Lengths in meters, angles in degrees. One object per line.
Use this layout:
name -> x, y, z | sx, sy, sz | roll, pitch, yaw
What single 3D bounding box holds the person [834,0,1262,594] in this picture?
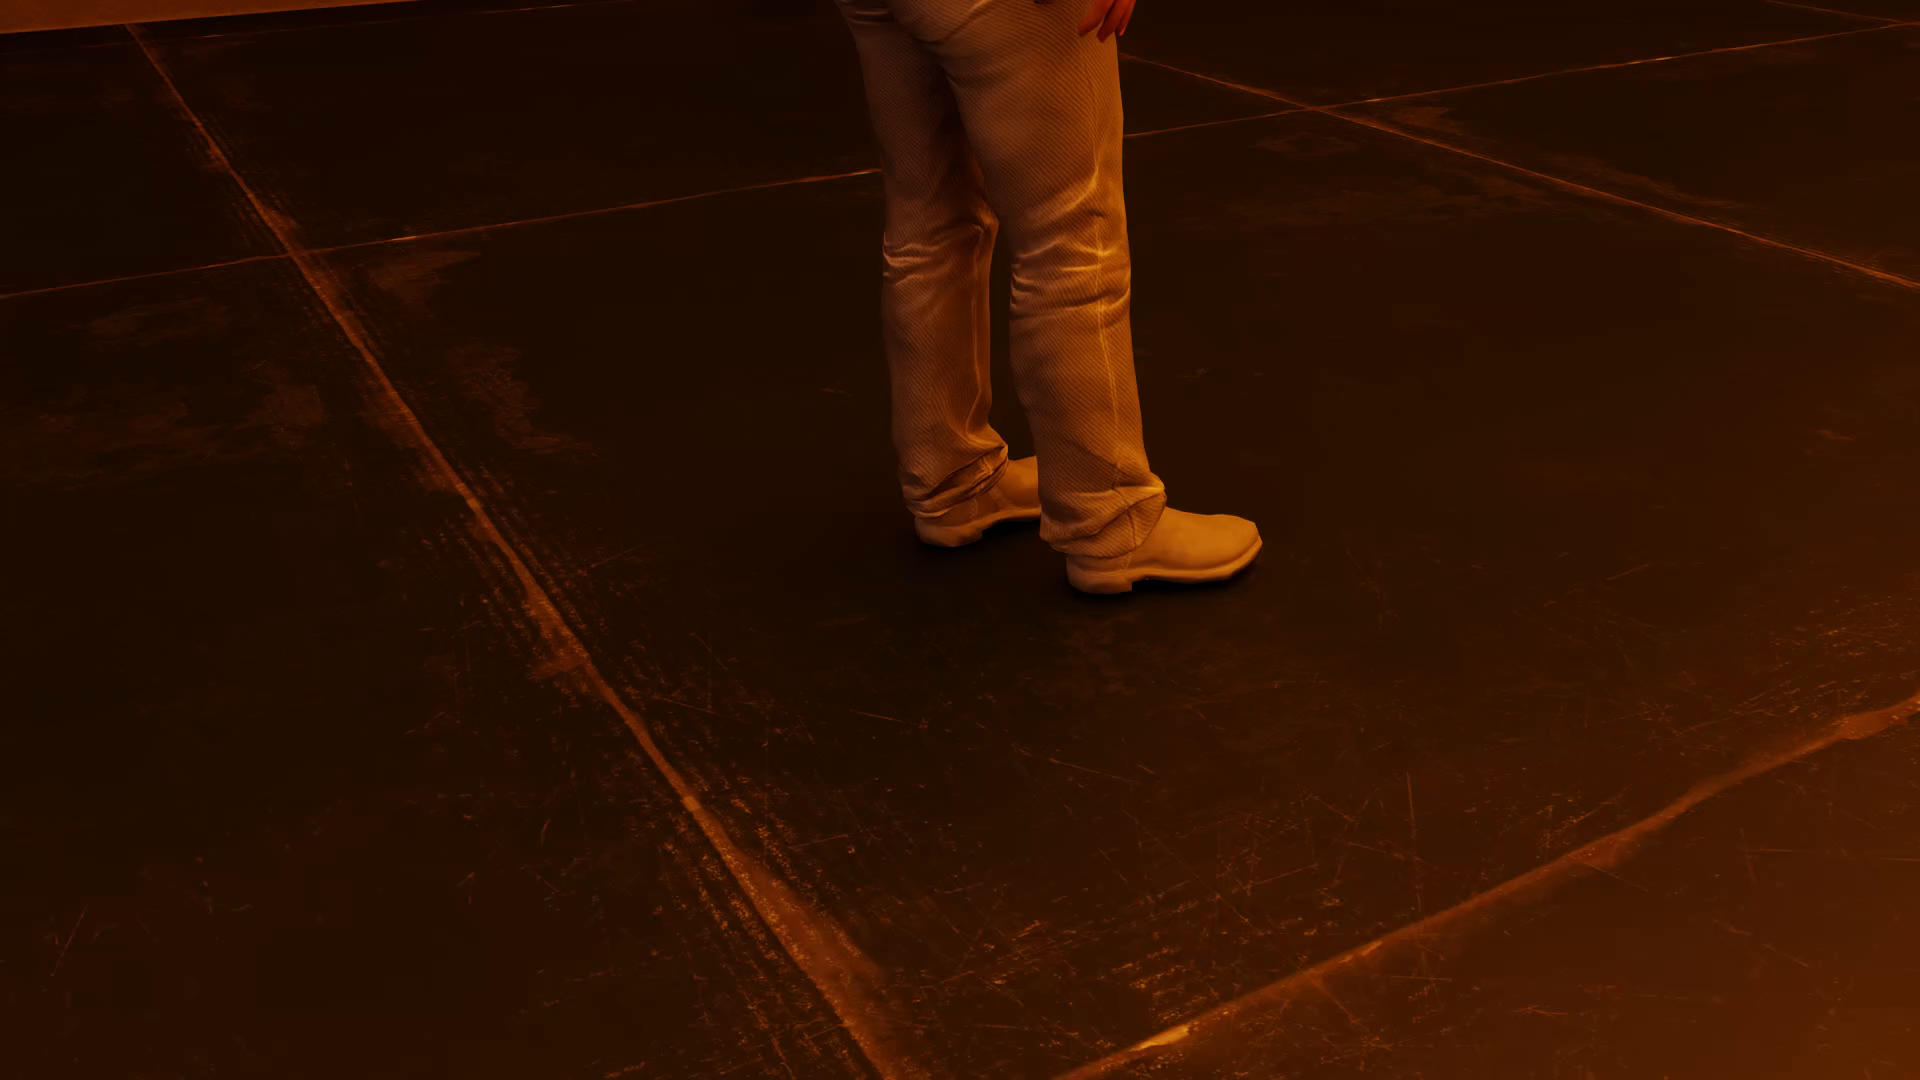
person -> 0.058, -0.809, 2.118 | 0.566, 1.775, 0.634 | -15, 30, -26
